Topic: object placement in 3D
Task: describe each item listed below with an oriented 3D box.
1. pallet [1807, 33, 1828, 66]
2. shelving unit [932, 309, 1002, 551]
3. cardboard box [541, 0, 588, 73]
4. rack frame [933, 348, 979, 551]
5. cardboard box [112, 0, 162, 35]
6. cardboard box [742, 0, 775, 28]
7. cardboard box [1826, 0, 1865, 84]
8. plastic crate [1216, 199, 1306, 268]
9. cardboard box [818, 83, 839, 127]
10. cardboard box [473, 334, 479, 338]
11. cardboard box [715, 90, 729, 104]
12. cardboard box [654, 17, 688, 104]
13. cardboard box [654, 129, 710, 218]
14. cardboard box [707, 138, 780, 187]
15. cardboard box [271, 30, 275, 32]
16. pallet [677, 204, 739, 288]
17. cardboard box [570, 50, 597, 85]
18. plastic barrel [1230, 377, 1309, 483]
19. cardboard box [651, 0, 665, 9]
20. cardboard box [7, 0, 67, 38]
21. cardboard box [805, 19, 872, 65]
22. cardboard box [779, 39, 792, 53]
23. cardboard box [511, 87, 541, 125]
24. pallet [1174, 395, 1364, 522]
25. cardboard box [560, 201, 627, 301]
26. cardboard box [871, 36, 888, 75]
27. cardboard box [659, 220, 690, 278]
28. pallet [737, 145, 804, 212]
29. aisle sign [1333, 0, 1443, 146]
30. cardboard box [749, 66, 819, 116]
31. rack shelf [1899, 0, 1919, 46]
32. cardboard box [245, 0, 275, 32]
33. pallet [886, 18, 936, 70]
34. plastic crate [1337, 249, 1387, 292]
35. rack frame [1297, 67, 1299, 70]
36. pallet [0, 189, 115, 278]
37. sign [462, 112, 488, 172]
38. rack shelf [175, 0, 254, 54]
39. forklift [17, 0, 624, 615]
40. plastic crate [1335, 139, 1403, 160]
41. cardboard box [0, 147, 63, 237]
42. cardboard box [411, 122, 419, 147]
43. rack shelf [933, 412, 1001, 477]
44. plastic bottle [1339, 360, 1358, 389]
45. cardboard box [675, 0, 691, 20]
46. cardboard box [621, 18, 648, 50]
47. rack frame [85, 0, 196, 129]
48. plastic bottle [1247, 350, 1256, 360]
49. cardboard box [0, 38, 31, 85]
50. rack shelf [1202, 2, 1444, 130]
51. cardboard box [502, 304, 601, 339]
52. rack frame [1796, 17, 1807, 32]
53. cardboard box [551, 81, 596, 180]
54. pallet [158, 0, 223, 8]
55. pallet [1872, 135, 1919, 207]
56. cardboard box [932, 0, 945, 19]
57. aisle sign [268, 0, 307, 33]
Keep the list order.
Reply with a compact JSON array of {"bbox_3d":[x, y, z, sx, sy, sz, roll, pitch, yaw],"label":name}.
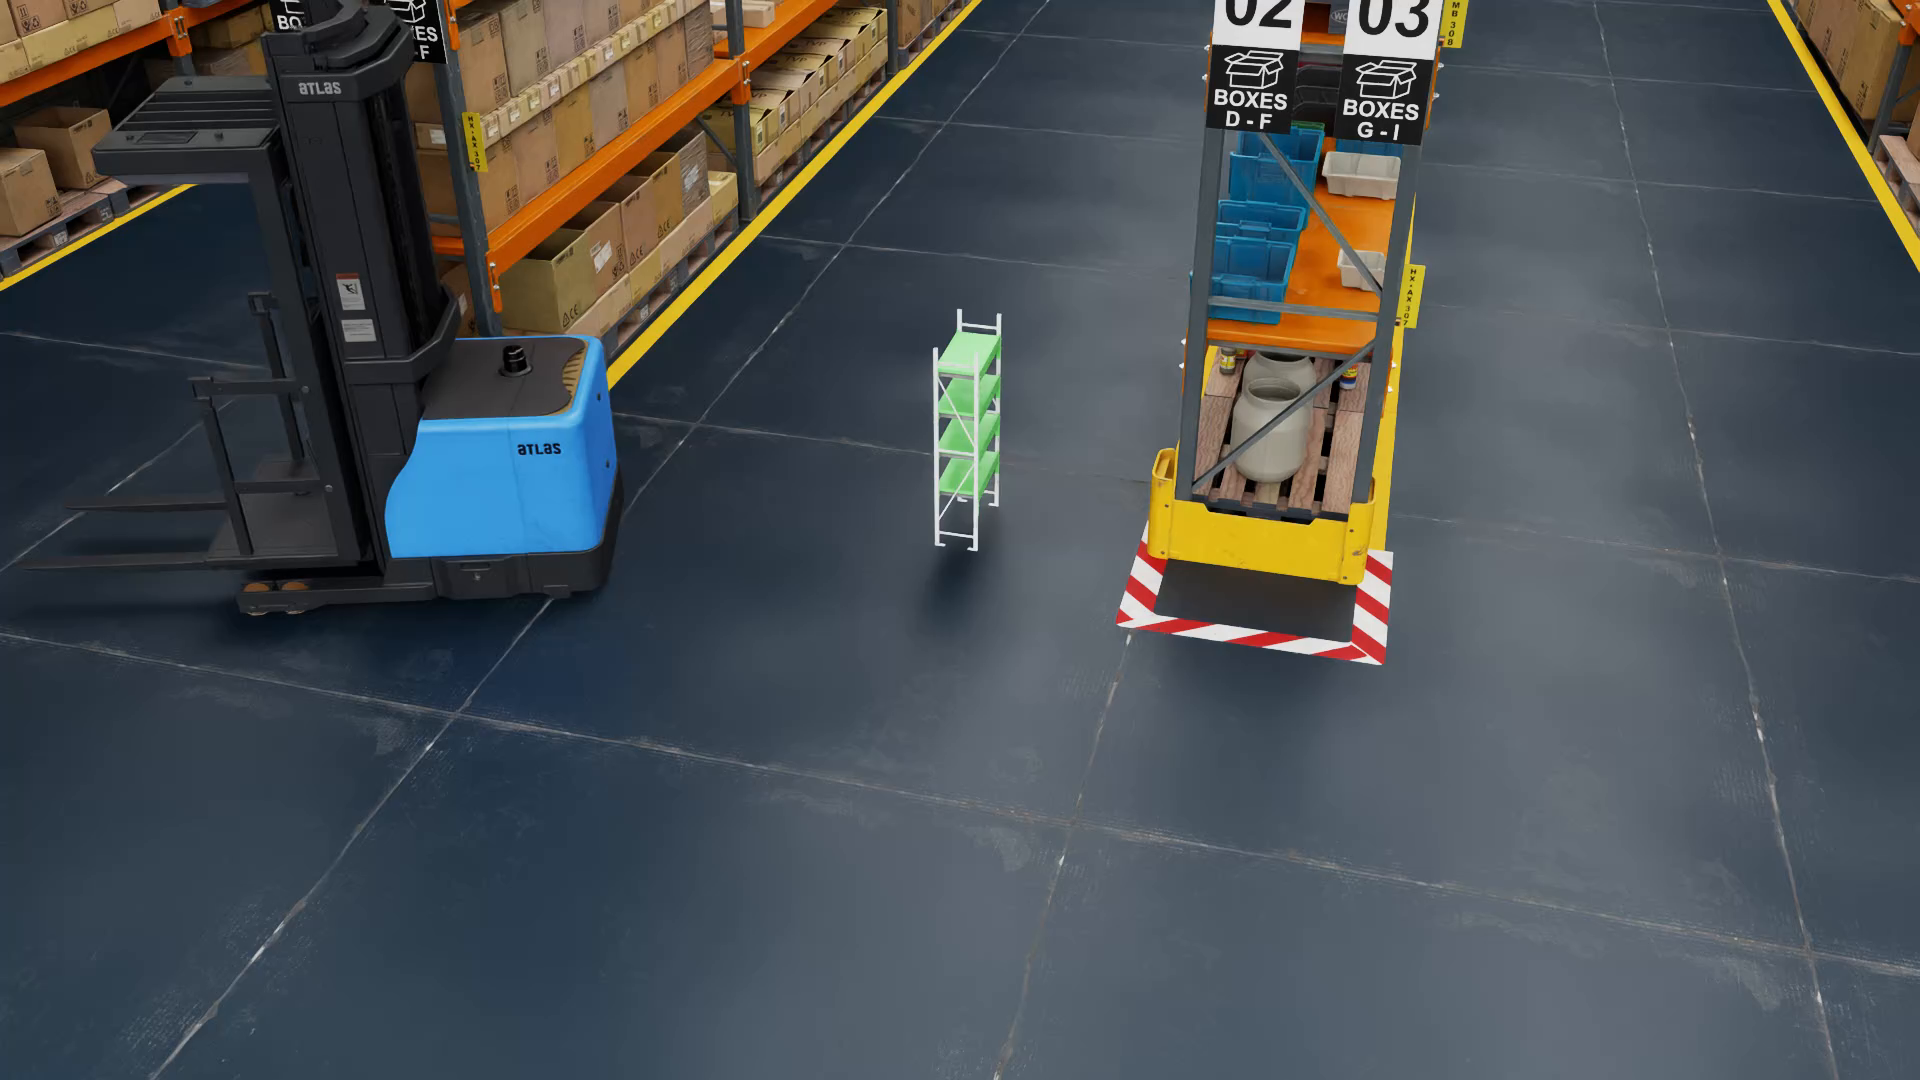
[{"bbox_3d":[9.362,-5.106,17.085,1.003,0.211,1.213,8,33,12],"label":"pallet"},{"bbox_3d":[0.042,-0.592,9.063,0.258,1.200,0.503,8,33,12],"label":"shelving unit"},{"bbox_3d":[-2.742,-3.210,10.201,0.700,0.500,0.500,8,33,13],"label":"cardboard box"},{"bbox_3d":[-0.020,-0.466,8.864,0.240,1.200,0.015,8,33,12],"label":"rack frame"},{"bbox_3d":[-6.746,-4.223,13.218,0.500,0.250,0.500,8,33,12],"label":"cardboard box"},{"bbox_3d":[-1.704,-4.219,13.324,0.380,0.149,0.250,8,33,12],"label":"cardboard box"},{"bbox_3d":[8.898,-4.715,15.460,1.225,0.875,0.875,8,33,13],"label":"cardboard box"},{"bbox_3d":[1.656,-1.714,9.290,0.499,0.251,0.408,8,33,12],"label":"plastic crate"},{"bbox_3d":[-1.395,-3.883,14.734,0.500,0.250,0.500,9,33,13],"label":"cardboard box"},{"bbox_3d":[-3.292,-1.152,10.438,0.500,0.250,0.500,8,33,12],"label":"cardboard box"},{"bbox_3d":[-2.175,-3.666,13.870,0.500,0.311,0.500,9,34,14],"label":"cardboard box"},{"bbox_3d":[-2.361,-3.429,11.755,0.700,0.500,0.500,8,33,12],"label":"cardboard box"},{"bbox_3d":[-2.171,-2.698,12.170,0.500,0.500,0.500,8,33,12],"label":"cardboard box"},{"bbox_3d":[-1.785,-3.085,13.478,0.500,0.250,0.500,7,33,11],"label":"cardboard box"},{"bbox_3d":[-6.497,-4.614,15.632,0.700,0.500,0.500,8,33,13],"label":"cardboard box"},{"bbox_3d":[-2.369,-2.309,12.685,1.003,0.211,1.213,8,33,12],"label":"pallet"},{"bbox_3d":[-2.509,-2.976,10.437,0.380,0.149,0.250,8,33,12],"label":"cardboard box"},{"bbox_3d":[1.742,-0.620,9.357,0.421,0.512,0.421,0,32,0],"label":"plastic barrel"},{"bbox_3d":[-2.360,-3.989,11.426,0.700,0.500,0.500,8,33,12],"label":"cardboard box"},{"bbox_3d":[-6.999,-4.020,12.199,0.500,0.500,0.500,7,33,11],"label":"cardboard box"},{"bbox_3d":[-1.132,-4.646,15.411,0.500,0.311,0.500,8,33,12],"label":"cardboard box"},{"bbox_3d":[-1.785,-4.452,15.106,0.500,0.311,0.500,7,33,11],"label":"cardboard box"},{"bbox_3d":[-2.705,-2.574,9.805,0.380,0.149,0.250,8,33,13],"label":"cardboard box"},{"bbox_3d":[1.834,-0.430,9.730,1.003,0.211,1.213,8,33,12],"label":"pallet"},{"bbox_3d":[-2.551,-1.919,10.945,0.500,0.500,0.500,8,33,12],"label":"cardboard box"},{"bbox_3d":[-1.009,-4.679,15.986,0.500,0.250,0.500,9,33,14],"label":"cardboard box"},{"bbox_3d":[-2.282,-2.119,11.959,0.500,0.250,0.500,8,33,12],"label":"cardboard box"},{"bbox_3d":[-1.977,-3.103,13.935,1.003,0.211,1.213,8,33,12],"label":"pallet"},{"bbox_3d":[1.914,-2.160,7.429,0.394,0.787,0.004,8,33,12],"label":"aisle sign"},{"bbox_3d":[-1.519,-3.854,14.166,0.500,0.311,0.500,7,33,11],"label":"cardboard box"},{"bbox_3d":[7.962,-3.276,12.278,1.077,0.370,4.000,8,33,12],"label":"rack shelf"},{"bbox_3d":[-6.512,-4.896,15.376,0.500,0.250,0.500,7,33,11],"label":"cardboard box"},{"bbox_3d":[-0.886,-5.174,17.192,1.003,0.211,1.213,8,33,12],"label":"pallet"},{"bbox_3d":[2.187,-1.450,8.980,0.298,0.136,0.250,8,33,12],"label":"plastic crate"},{"bbox_3d":[2.664,-3.216,11.513,1.000,3.000,0.127,8,33,12],"label":"rack frame"},{"bbox_3d":[-7.363,-2.400,12.828,1.003,0.211,1.213,8,33,12],"label":"pallet"},{"bbox_3d":[-2.606,-2.137,8.935,0.100,0.325,0.005,8,33,12],"label":"sign"},{"bbox_3d":[-6.412,-5.299,15.461,1.077,0.370,4.000,8,33,12],"label":"rack shelf"},{"bbox_3d":[-3.401,-1.140,8.310,3.031,2.935,1.130,-2,33,-3],"label":"forklift"},{"bbox_3d":[2.645,-2.542,10.592,0.499,0.251,0.616,8,33,12],"label":"plastic crate"},{"bbox_3d":[-7.292,-2.637,12.521,0.700,0.500,0.500,6,33,9],"label":"cardboard box"},{"bbox_3d":[-3.229,-2.357,9.464,0.380,0.149,0.250,7,33,12],"label":"cardboard box"},{"bbox_3d":[0.042,-0.538,9.098,0.258,0.148,0.480,8,33,12],"label":"rack shelf"},{"bbox_3d":[2.410,-1.073,10.275,0.097,0.271,0.097,0,32,0],"label":"plastic bottle"},{"bbox_3d":[-2.117,-3.774,11.693,0.380,0.149,0.250,7,33,11],"label":"cardboard box"},{"bbox_3d":[-2.312,-3.380,11.072,0.380,0.149,0.250,9,34,14],"label":"cardboard box"},{"bbox_3d":[-6.919,-4.565,13.635,1.000,3.000,0.127,8,33,12],"label":"rack frame"},{"bbox_3d":[1.884,-1.305,10.629,0.061,0.283,0.133,8,33,12],"label":"plastic bottle"},{"bbox_3d":[-7.120,-3.441,11.989,0.500,0.250,0.500,8,33,13],"label":"cardboard box"},{"bbox_3d":[2.156,-3.141,9.269,1.077,0.370,4.000,8,33,12],"label":"rack shelf"},{"bbox_3d":[-2.667,-1.342,10.736,0.500,0.250,0.500,8,33,12],"label":"cardboard box"},{"bbox_3d":[9.485,-6.693,16.983,1.000,3.000,0.127,8,33,12],"label":"rack frame"},{"bbox_3d":[-2.751,-2.630,10.497,0.700,0.500,0.500,8,33,13],"label":"cardboard box"},{"bbox_3d":[-6.585,-4.861,14.279,1.003,0.211,1.213,8,33,12],"label":"pallet"},{"bbox_3d":[8.270,-3.036,13.828,1.003,0.211,1.213,8,33,12],"label":"pallet"},{"bbox_3d":[-0.460,-5.828,17.542,0.500,0.500,0.500,8,33,12],"label":"cardboard box"},{"bbox_3d":[-3.443,-2.920,8.624,0.394,0.787,0.004,8,33,12],"label":"aisle sign"}]
